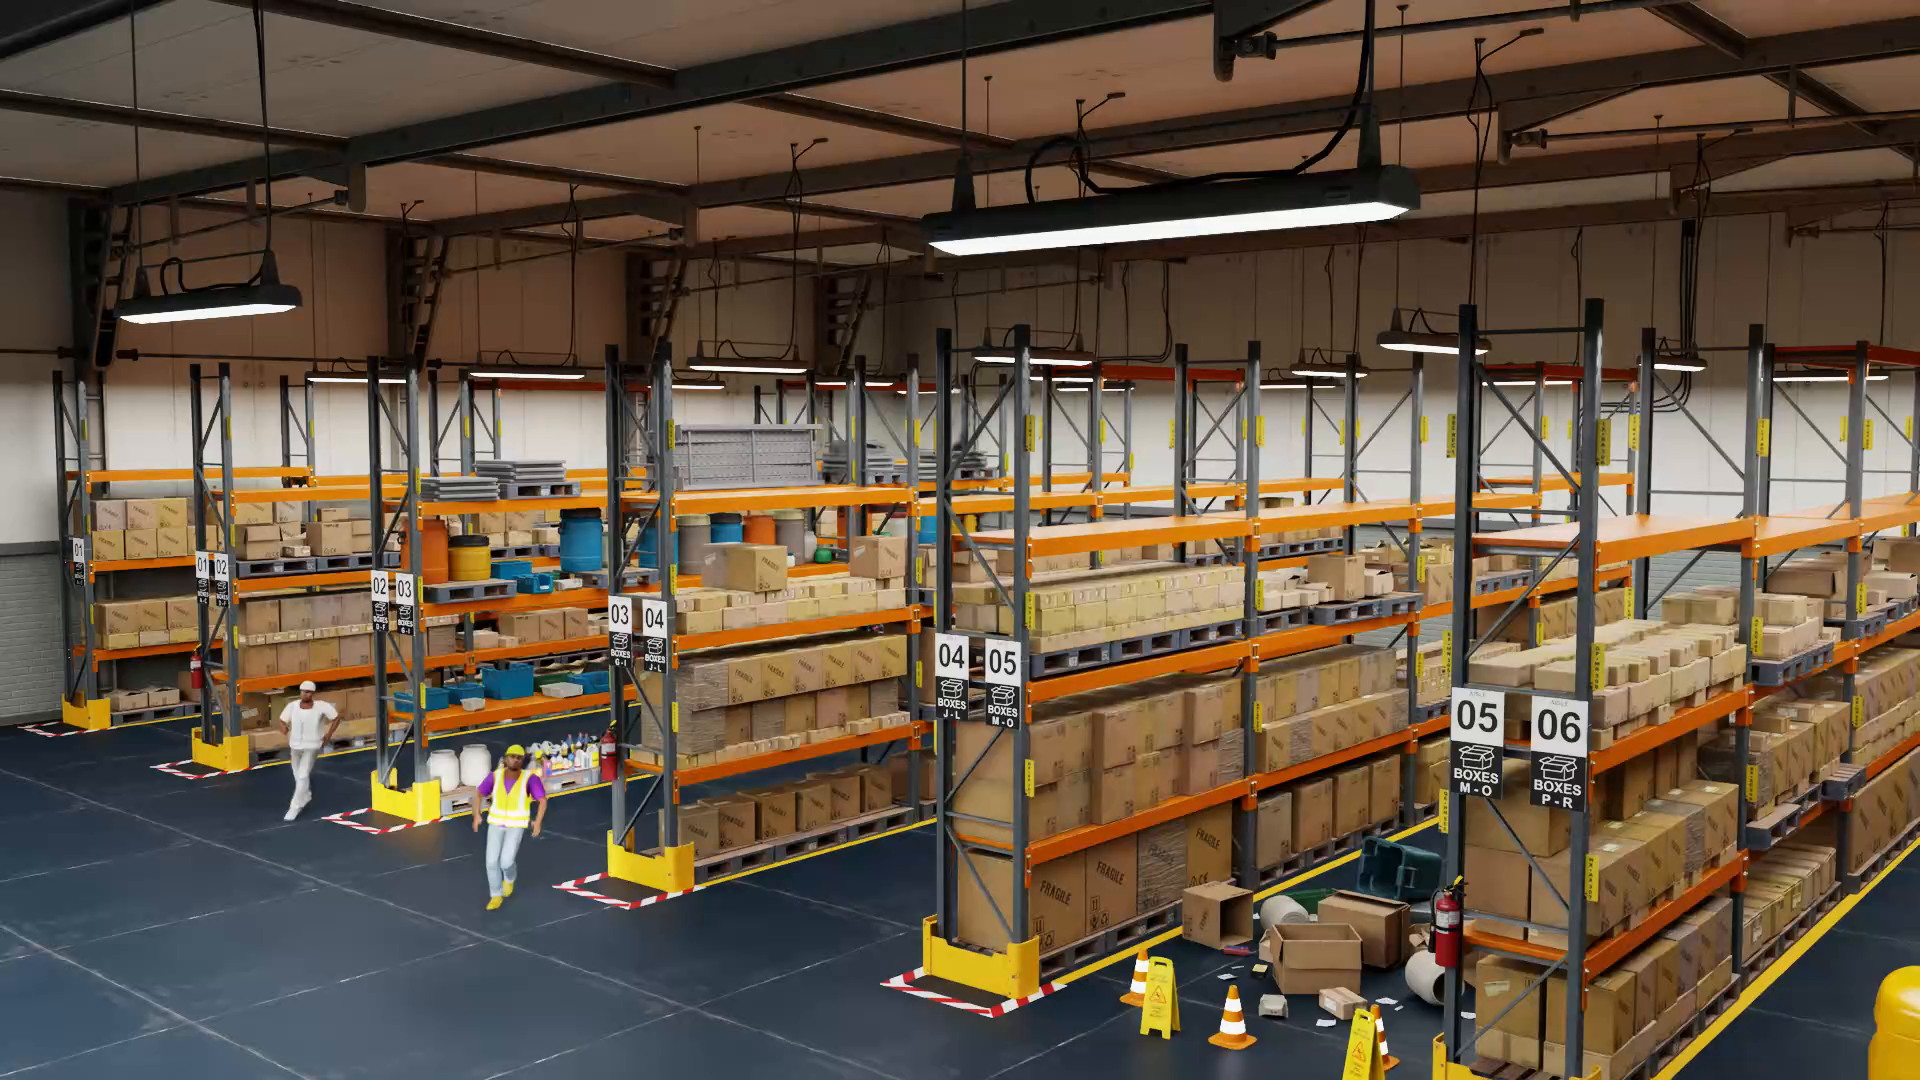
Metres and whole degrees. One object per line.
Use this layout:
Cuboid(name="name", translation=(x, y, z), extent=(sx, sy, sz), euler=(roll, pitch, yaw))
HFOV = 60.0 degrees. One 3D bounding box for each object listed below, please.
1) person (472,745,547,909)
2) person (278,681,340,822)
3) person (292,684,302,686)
Cuboid(name="person", translation=(-4.822, 3.004, 17.694), extent=(0.752, 1.636, 0.515), euler=(0, 4, 0))
Cuboid(name="person", translation=(-8.533, 2.720, 21.711), extent=(0.721, 1.798, 0.753), euler=(0, 4, 5))
Cuboid(name="person", translation=(-10.925, 2.274, 27.433), extent=(0.654, 1.776, 0.985), euler=(2, 5, 26))
